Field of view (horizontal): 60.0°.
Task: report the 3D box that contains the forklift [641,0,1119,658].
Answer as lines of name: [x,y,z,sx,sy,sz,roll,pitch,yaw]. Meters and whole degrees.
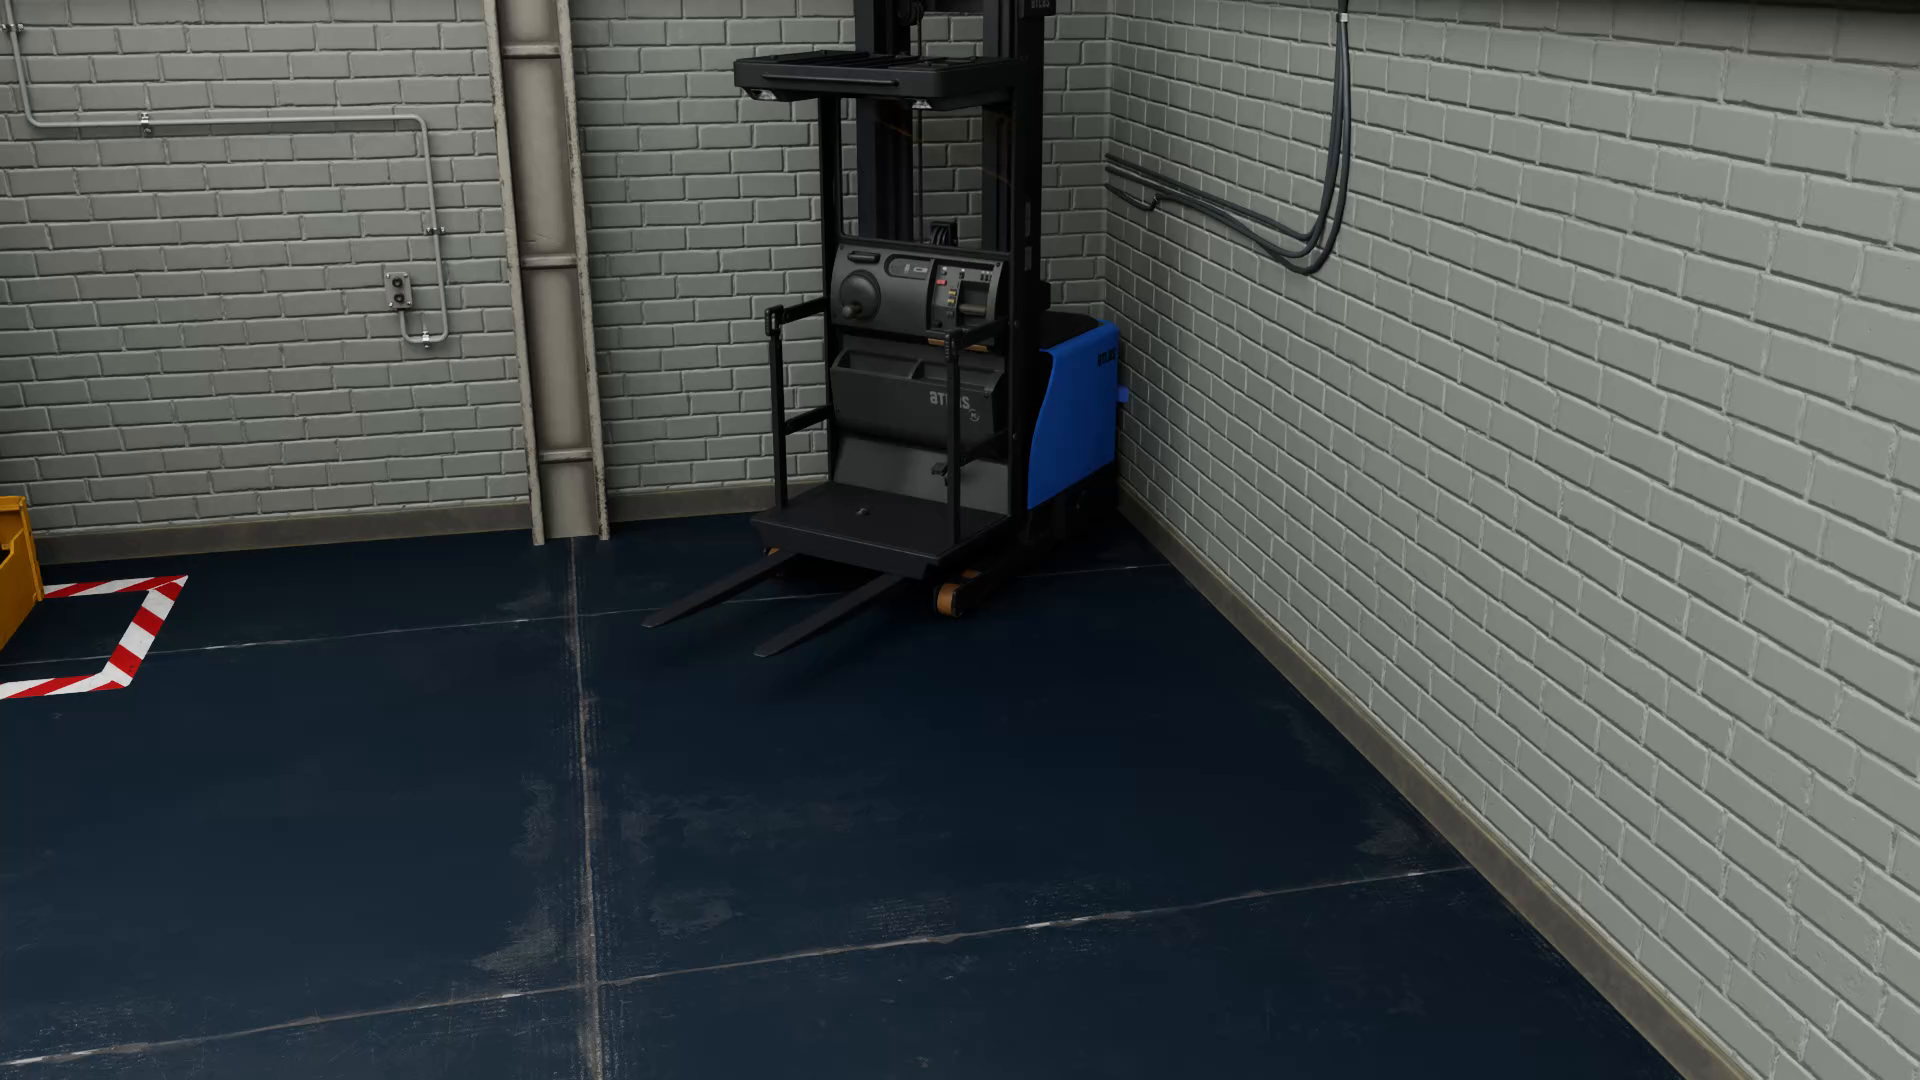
forklift: [-0.320,-1.191,7.805,1.130,2.935,3.031,12,23,29]

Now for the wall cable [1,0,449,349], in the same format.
wall cable: [-3.482,-1.840,7.999,1.851,1.984,0.084,-5,21,-12]

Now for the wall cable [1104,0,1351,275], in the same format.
wall cable: [1.076,-2.632,7.430,0.112,2.526,3.097,-5,21,-12]

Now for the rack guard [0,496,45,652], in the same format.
rack guard: [-4.487,0.227,7.467,0.348,0.500,1.175,-5,21,-12]

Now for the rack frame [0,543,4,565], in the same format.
rack frame: [-4.511,-0.945,7.032,0.127,3.000,1.000,-5,21,-12]

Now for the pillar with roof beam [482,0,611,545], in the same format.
pillar with roof beam: [-1.092,-2.824,3.440,0.400,9.000,9.100,-5,21,-12]

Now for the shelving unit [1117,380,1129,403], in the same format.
shelving unit: [0.740,-1.054,9.356,1.048,1.500,0.538,12,25,30]

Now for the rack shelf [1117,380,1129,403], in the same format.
rack shelf: [0.744,-0.887,9.422,1.000,0.185,0.538,12,25,30]
